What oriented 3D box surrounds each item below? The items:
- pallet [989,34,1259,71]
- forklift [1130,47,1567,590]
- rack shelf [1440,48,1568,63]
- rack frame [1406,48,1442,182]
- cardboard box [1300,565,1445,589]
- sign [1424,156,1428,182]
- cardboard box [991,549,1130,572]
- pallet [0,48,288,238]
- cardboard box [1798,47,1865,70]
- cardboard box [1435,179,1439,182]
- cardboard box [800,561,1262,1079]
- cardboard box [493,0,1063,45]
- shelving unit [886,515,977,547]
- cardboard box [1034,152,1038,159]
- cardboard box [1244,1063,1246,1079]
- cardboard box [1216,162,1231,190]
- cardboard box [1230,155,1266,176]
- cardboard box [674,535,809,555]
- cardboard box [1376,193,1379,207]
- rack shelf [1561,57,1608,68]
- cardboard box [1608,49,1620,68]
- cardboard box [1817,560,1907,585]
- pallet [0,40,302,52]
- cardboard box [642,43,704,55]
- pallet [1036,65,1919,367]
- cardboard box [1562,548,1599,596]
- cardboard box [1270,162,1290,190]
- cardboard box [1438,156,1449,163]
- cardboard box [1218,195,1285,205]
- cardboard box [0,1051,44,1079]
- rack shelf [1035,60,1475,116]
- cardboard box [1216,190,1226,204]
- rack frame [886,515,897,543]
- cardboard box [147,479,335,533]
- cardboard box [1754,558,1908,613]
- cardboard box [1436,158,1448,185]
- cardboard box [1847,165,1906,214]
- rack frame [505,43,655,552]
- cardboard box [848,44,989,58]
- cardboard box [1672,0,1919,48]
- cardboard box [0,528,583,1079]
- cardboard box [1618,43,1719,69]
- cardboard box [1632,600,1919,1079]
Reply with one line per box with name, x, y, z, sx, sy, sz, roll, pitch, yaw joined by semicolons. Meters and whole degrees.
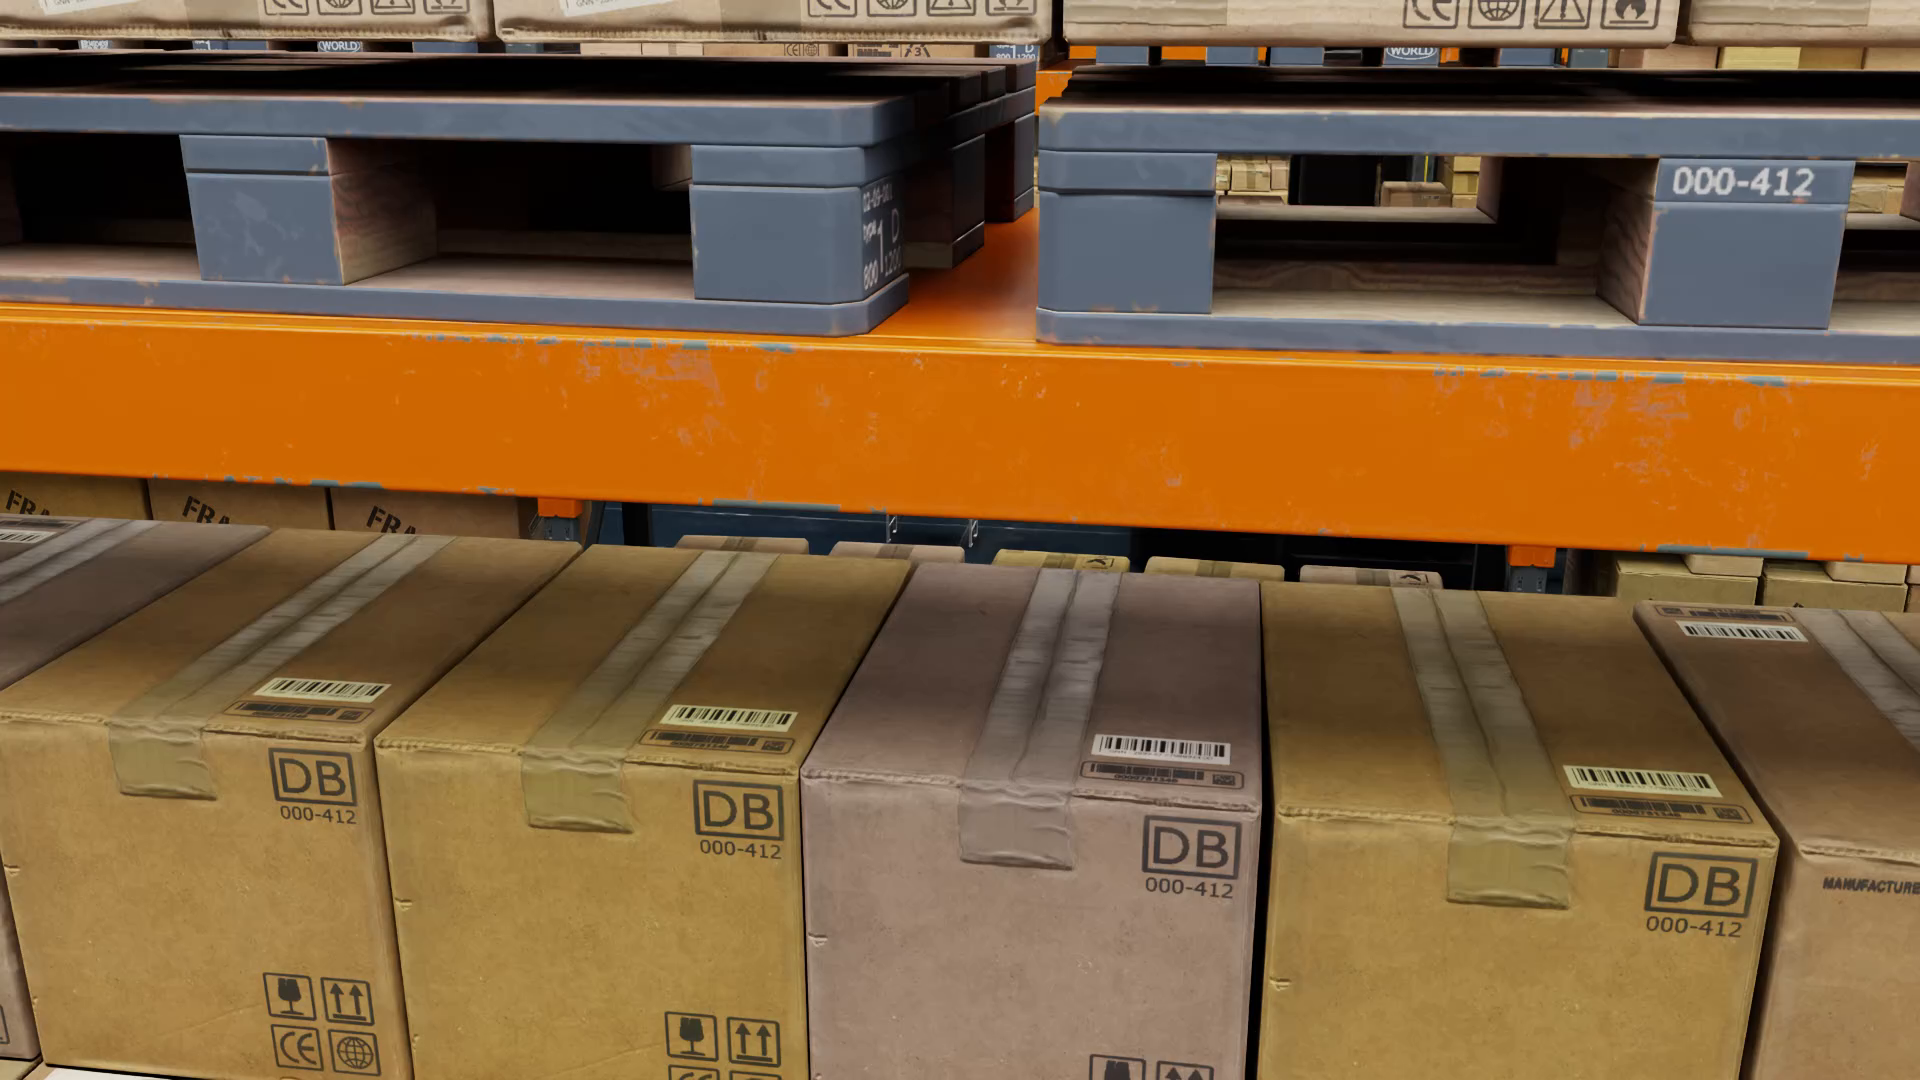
pallet;0.694;-2.021;6.685;1.003;0.211;1.213;3;19;9
forklift;2.500;-1.297;9.059;3.031;2.935;1.130;2;19;6
rack shelf;5.070;-3.108;10.771;4.000;0.370;1.077;3;19;9
rack frame;3.095;-2.127;11.434;0.127;3.000;1.000;3;19;9
cardboard box;1.793;0.449;7.213;0.625;0.372;0.950;3;19;9
sign;3.018;-2.468;10.753;0.005;0.325;0.100;3;19;9
cardboard box;0.396;0.380;7.421;0.625;0.372;0.950;4;19;10
pallet;-1.679;-0.535;2.244;1.003;0.211;1.213;4;19;11
cardboard box;3.092;-1.774;6.048;0.250;0.149;0.380;3;19;9
cardboard box;3.581;-2.237;11.604;0.500;0.500;0.500;3;19;8
cardboard box;0.128;0.388;2.182;0.500;0.500;0.700;3;19;9
cardboard box;-0.140;-0.662;1.649;0.500;0.311;0.500;2;19;7
shelving unit;-0.163;-0.577;9.638;0.503;1.200;0.258;3;19;9
cardboard box;0.520;-2.692;11.943;0.250;0.149;0.380;3;19;8
cardboard box;0.569;0.968;2.024;0.500;0.500;0.500;3;19;8
cardboard box;1.702;-2.471;11.280;0.250;0.149;0.380;2;19;7
cardboard box;2.023;-2.616;11.716;0.250;0.149;0.380;3;19;8
cardboard box;-1.082;0.305;7.643;0.625;0.372;0.950;2;19;5
cardboard box;2.570;-2.238;11.213;0.500;0.250;0.500;3;19;7
rack shelf;4.286;-1.553;6.123;4.000;0.370;1.077;3;19;9
cardboard box;2.672;-1.955;6.588;0.250;0.149;0.380;3;19;9
cardboard box;3.473;0.034;6.441;0.250;0.149;0.380;4;19;11
pallet;-3.387;-2.178;7.154;1.213;0.211;1.003;4;19;11
cardboard box;-1.102;-2.050;6.688;0.258;0.266;0.396;3;19;9
pallet;0.713;-0.379;1.782;1.217;0.209;0.805;2;19;6
cardboard box;2.938;0.123;7.199;0.500;0.500;0.500;3;19;8
cardboard box;2.232;-2.466;11.267;0.250;0.149;0.380;3;19;9
cardboard box;3.458;-2.702;11.503;0.250;0.149;0.380;3;19;9
cardboard box;1.137;-1.250;6.503;0.250;0.149;0.380;2;19;7
cardboard box;-1.421;0.867;2.327;0.500;0.500;0.500;3;19;8
rack shelf;0.337;-1.754;6.725;4.000;0.370;1.077;3;19;9
cardboard box;1.557;-2.289;11.366;0.500;0.250;0.500;3;19;10
rack frame;-0.404;-0.590;9.674;0.015;1.200;0.240;3;19;9
cardboard box;-3.187;-0.072;7.978;0.875;0.875;0.875;3;19;9
cardboard box;3.381;0.315;6.625;0.500;0.500;0.500;4;19;11
cardboard box;3.453;-2.547;11.507;0.250;0.149;0.380;3;19;8
cardboard box;3.212;-1.112;6.198;0.500;0.500;0.700;3;19;9
rack frame;-1.638;-0.773;7.387;0.127;3.000;1.000;3;19;9
cardboard box;-0.128;-2.177;6.692;0.637;0.503;0.797;3;19;9
cardboard box;0.903;-0.600;1.558;0.500;0.250;0.500;3;19;9
cardboard box;-0.875;0.337;2.336;0.500;0.500;0.700;3;19;8
cardboard box;2.583;-1.782;6.070;0.250;0.149;0.380;3;19;8
cardboard box;1.135;0.439;2.030;0.500;0.500;0.700;3;19;8
